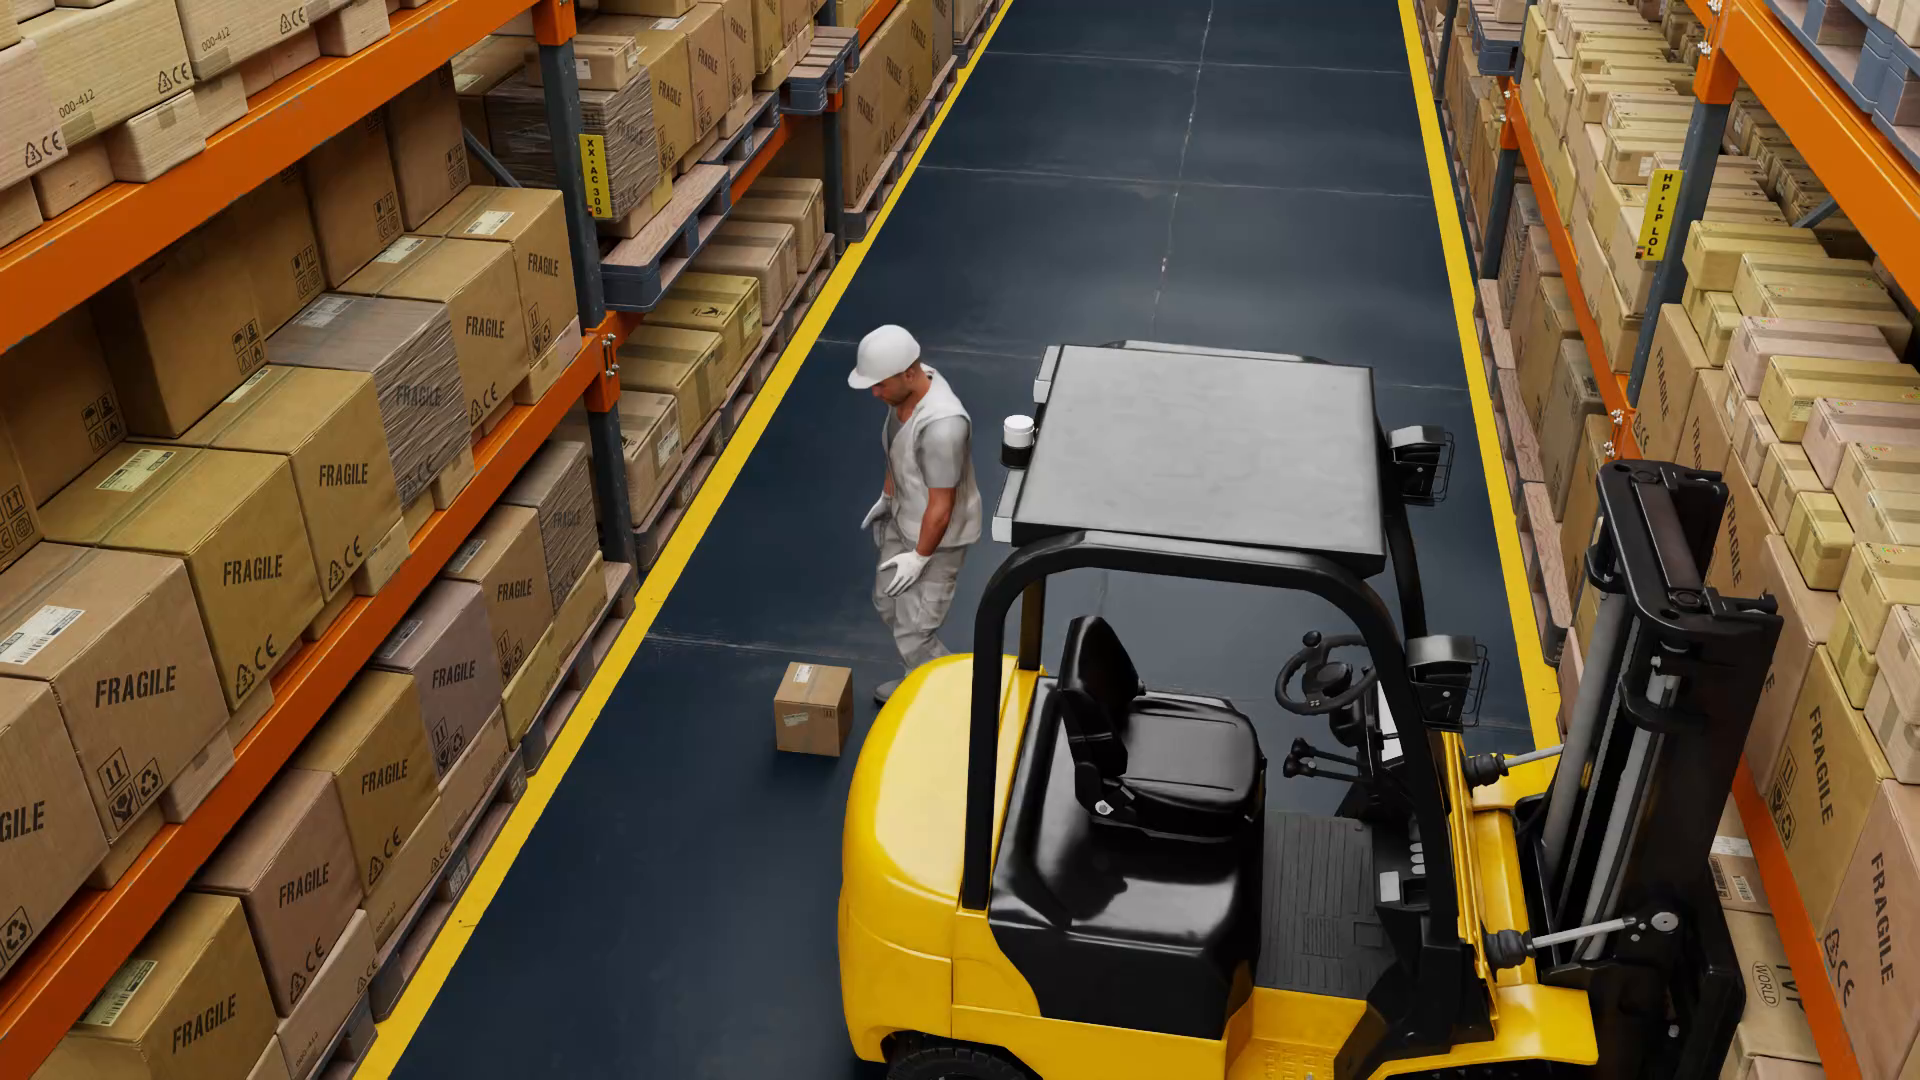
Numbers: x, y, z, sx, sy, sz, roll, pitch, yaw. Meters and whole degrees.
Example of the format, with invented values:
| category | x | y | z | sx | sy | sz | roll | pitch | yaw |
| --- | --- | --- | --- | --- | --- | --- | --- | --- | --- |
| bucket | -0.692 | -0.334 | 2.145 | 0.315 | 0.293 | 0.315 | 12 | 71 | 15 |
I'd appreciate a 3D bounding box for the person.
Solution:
| category | x | y | z | sx | sy | sz | roll | pitch | yaw |
| --- | --- | --- | --- | --- | --- | --- | --- | --- | --- |
| person | -0.162 | -0.019 | 6.208 | 0.477 | 1.724 | 0.547 | -10 | 33 | -15 |
